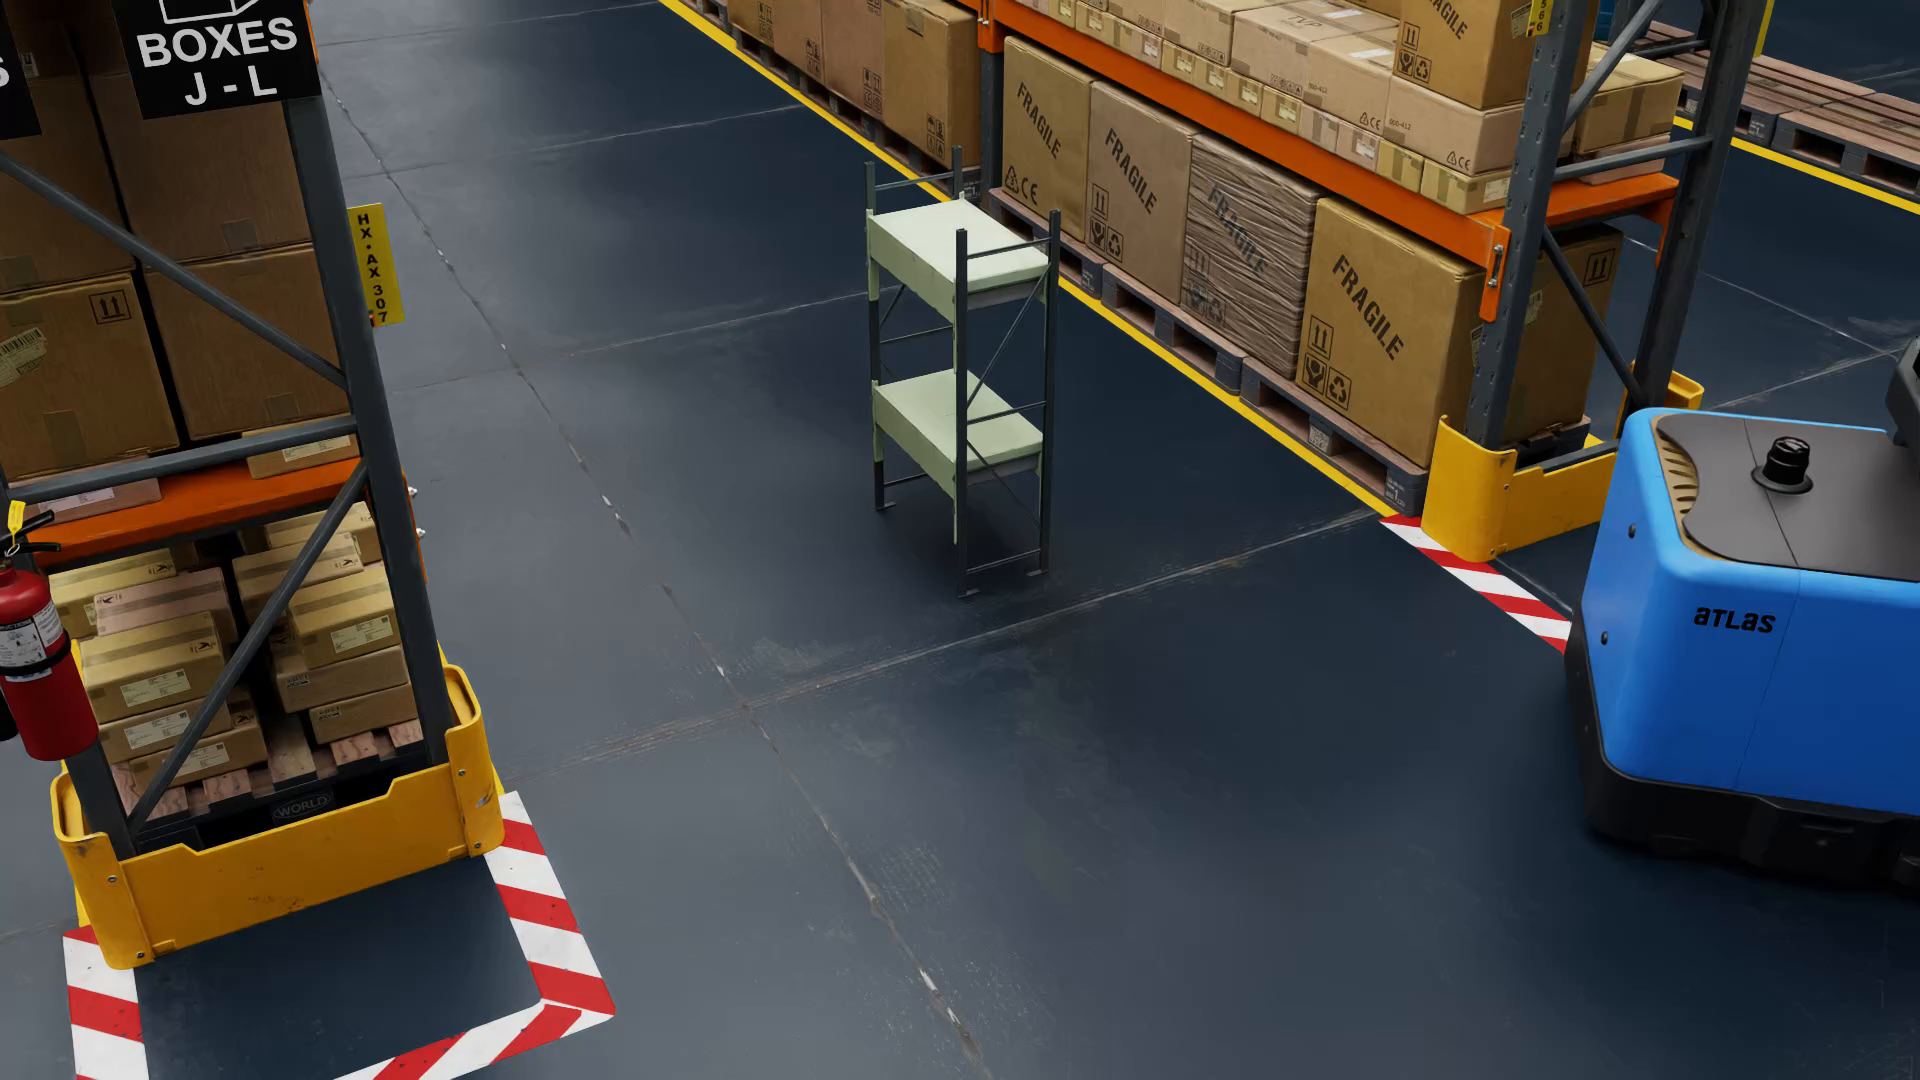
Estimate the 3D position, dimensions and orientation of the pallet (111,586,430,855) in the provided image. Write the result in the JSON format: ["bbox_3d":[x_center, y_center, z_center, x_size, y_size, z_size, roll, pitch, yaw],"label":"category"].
[{"bbox_3d":[-2.365,0.542,5.708,1.003,0.211,1.213,-16,36,-23],"label":"pallet"}]

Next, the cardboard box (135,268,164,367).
[{"bbox_3d":[-2.655,-0.764,4.793,0.500,0.500,0.500,-16,36,-24],"label":"cardboard box"}]

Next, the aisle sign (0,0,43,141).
[{"bbox_3d":[-2.213,-1.184,3.407,0.394,0.787,0.004,-16,36,-23],"label":"aisle sign"}]

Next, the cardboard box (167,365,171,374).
[{"bbox_3d":[-2.318,-0.673,5.252,0.380,0.149,0.250,-14,35,-21],"label":"cardboard box"}]

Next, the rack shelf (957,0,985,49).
[{"bbox_3d":[-0.344,-3.959,10.816,1.077,0.370,4.000,-16,36,-23],"label":"rack shelf"}]

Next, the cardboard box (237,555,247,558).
[{"bbox_3d":[-2.485,0.025,6.183,0.380,0.149,0.250,-16,36,-23],"label":"cardboard box"}]

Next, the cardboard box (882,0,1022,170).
[{"bbox_3d":[0.272,-2.890,10.061,1.225,0.875,0.875,-16,36,-23],"label":"cardboard box"}]

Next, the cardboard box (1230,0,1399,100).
[{"bbox_3d":[1.519,-2.110,7.127,0.500,0.250,0.500,-17,36,-25],"label":"cardboard box"}]

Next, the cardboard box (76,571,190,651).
[{"bbox_3d":[-2.724,0.271,5.524,0.380,0.149,0.250,-17,37,-25],"label":"cardboard box"}]

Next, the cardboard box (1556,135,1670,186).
[{"bbox_3d":[2.580,-1.545,6.614,0.380,0.149,0.250,-15,36,-23],"label":"cardboard box"}]

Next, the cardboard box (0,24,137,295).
[{"bbox_3d":[-2.415,-0.944,4.147,0.500,0.500,0.500,-17,36,-24],"label":"cardboard box"}]

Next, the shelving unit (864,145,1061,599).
[{"bbox_3d":[-0.003,-0.635,6.350,0.431,1.500,0.755,-16,36,-23],"label":"shelving unit"}]

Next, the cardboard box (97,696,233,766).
[{"bbox_3d":[-2.480,0.519,5.137,0.380,0.149,0.250,-17,36,-24],"label":"cardboard box"}]

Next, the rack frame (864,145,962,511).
[{"bbox_3d":[-0.174,-0.809,6.623,0.400,1.500,0.023,-16,36,-23],"label":"rack frame"}]

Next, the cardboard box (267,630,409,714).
[{"bbox_3d":[-1.999,0.384,5.347,0.380,0.149,0.250,-14,35,-21],"label":"cardboard box"}]

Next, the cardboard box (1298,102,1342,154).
[{"bbox_3d":[1.641,-1.744,6.924,0.380,0.149,0.250,-15,36,-22],"label":"cardboard box"}]

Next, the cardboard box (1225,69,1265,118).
[{"bbox_3d":[1.397,-1.991,7.309,0.380,0.149,0.250,-16,36,-23],"label":"cardboard box"}]

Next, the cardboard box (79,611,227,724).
[{"bbox_3d":[-2.453,0.385,5.071,0.380,0.149,0.250,-15,36,-23],"label":"cardboard box"}]

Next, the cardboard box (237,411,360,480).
[{"bbox_3d":[-1.843,-0.331,4.718,0.380,0.149,0.250,-16,36,-23],"label":"cardboard box"}]

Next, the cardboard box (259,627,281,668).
[{"bbox_3d":[-2.259,0.273,5.797,0.380,0.149,0.250,-15,36,-23],"label":"cardboard box"}]

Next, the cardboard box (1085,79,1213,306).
[{"bbox_3d":[1.245,-1.825,8.399,0.875,0.875,0.875,-16,36,-23],"label":"cardboard box"}]

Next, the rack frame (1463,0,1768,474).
[{"bbox_3d":[2.453,-1.399,6.153,1.000,3.000,0.127,-16,36,-23],"label":"rack frame"}]

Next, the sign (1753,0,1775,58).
[{"bbox_3d":[2.947,-1.933,6.111,0.100,0.325,0.005,-16,36,-23],"label":"sign"}]

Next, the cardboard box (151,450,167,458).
[{"bbox_3d":[-2.467,-0.306,4.680,0.380,0.149,0.250,-16,36,-23],"label":"cardboard box"}]

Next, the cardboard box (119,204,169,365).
[{"bbox_3d":[-2.219,-0.899,5.005,0.500,0.500,0.500,-16,36,-23],"label":"cardboard box"}]

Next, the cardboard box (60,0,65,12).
[{"bbox_3d":[-2.902,-1.431,4.908,0.500,0.500,0.500,-14,35,-21],"label":"cardboard box"}]

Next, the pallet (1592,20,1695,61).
[{"bbox_3d":[4.647,-3.758,12.420,1.003,0.211,1.213,-16,36,-23],"label":"pallet"}]

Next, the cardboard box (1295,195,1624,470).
[{"bbox_3d":[2.084,-0.966,7.058,0.875,0.875,0.875,-16,36,-23],"label":"cardboard box"}]

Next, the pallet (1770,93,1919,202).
[{"bbox_3d":[5.920,-2.455,10.386,1.003,0.211,1.213,-16,36,-23],"label":"pallet"}]

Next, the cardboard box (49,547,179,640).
[{"bbox_3d":[-2.752,0.159,5.423,0.380,0.149,0.250,-17,36,-24],"label":"cardboard box"}]

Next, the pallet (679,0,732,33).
[{"bbox_3d":[-1.640,-4.416,13.447,1.003,0.211,1.213,-16,36,-23],"label":"pallet"}]

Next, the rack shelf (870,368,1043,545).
[{"bbox_3d":[-0.003,-0.360,6.526,0.431,0.370,0.720,-16,36,-23],"label":"rack shelf"}]

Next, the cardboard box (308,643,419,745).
[{"bbox_3d":[-1.943,0.494,5.452,0.380,0.149,0.250,-15,36,-22],"label":"cardboard box"}]

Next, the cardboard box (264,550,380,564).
[{"bbox_3d":[-2.293,-0.005,5.955,0.380,0.149,0.250,-15,35,-22],"label":"cardboard box"}]

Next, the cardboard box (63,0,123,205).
[{"bbox_3d":[-2.197,-1.308,4.716,0.500,0.500,0.500,-15,36,-22],"label":"cardboard box"}]

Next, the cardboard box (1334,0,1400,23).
[{"bbox_3d":[1.989,-2.245,7.337,0.500,0.250,0.500,-17,36,-25],"label":"cardboard box"}]

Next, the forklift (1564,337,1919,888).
[{"bbox_3d":[3.551,-0.353,4.584,3.031,2.935,1.130,7,33,11],"label":"forklift"}]

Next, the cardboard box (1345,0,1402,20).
[{"bbox_3d":[1.988,-2.558,7.130,0.500,0.500,0.500,-17,36,-24],"label":"cardboard box"}]

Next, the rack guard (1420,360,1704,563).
[{"bbox_3d":[2.464,-0.335,6.809,1.175,0.500,0.348,-16,36,-23],"label":"rack guard"}]

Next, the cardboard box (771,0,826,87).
[{"bbox_3d":[-0.565,-3.737,11.382,1.225,0.875,0.875,-16,36,-23],"label":"cardboard box"}]

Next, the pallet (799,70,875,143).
[{"bbox_3d":[-0.411,-3.066,11.339,1.003,0.211,1.213,-16,36,-23],"label":"pallet"}]

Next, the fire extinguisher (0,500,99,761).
[{"bbox_3d":[-2.273,0.226,4.033,0.296,0.674,0.183,-16,36,-23],"label":"fire extinguisher"}]

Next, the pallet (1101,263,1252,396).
[{"bbox_3d":[1.446,-1.168,8.377,1.003,0.211,1.213,-16,36,-23],"label":"pallet"}]

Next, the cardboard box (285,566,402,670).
[{"bbox_3d":[-1.926,0.238,5.300,0.380,0.149,0.250,-18,37,-25],"label":"cardboard box"}]

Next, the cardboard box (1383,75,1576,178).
[{"bbox_3d":[1.992,-1.625,6.370,0.500,0.250,0.500,-16,36,-24],"label":"cardboard box"}]

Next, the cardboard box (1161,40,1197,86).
[{"bbox_3d":[1.160,-2.233,7.688,0.380,0.149,0.250,-17,36,-24],"label":"cardboard box"}]

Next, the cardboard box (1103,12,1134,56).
[{"bbox_3d":[0.921,-2.479,8.072,0.380,0.149,0.250,-16,36,-24],"label":"cardboard box"}]

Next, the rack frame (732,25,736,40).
[{"bbox_3d":[-1.277,-5.217,12.112,1.000,3.000,0.127,-16,36,-23],"label":"rack frame"}]

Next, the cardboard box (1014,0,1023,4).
[{"bbox_3d":[0.432,-2.977,8.849,0.380,0.149,0.250,-16,36,-23],"label":"cardboard box"}]

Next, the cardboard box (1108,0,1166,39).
[{"bbox_3d":[1.049,-2.595,7.883,0.500,0.250,0.500,-15,36,-22],"label":"cardboard box"}]

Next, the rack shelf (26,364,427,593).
[{"bbox_3d":[-2.914,-0.851,5.964,1.077,0.370,4.000,-16,36,-23],"label":"rack shelf"}]

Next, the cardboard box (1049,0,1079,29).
[{"bbox_3d":[0.678,-2.726,8.457,0.380,0.149,0.250,-15,35,-22],"label":"cardboard box"}]

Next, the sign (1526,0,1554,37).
[{"bbox_3d":[1.967,-1.856,5.574,0.100,0.325,0.005,-16,36,-23],"label":"sign"}]

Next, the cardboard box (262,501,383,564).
[{"bbox_3d":[-2.165,-0.016,5.696,0.380,0.149,0.250,-16,36,-23],"label":"cardboard box"}]

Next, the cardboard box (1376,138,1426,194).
[{"bbox_3d":[1.873,-1.504,6.549,0.380,0.149,0.250,-15,36,-23],"label":"cardboard box"}]
